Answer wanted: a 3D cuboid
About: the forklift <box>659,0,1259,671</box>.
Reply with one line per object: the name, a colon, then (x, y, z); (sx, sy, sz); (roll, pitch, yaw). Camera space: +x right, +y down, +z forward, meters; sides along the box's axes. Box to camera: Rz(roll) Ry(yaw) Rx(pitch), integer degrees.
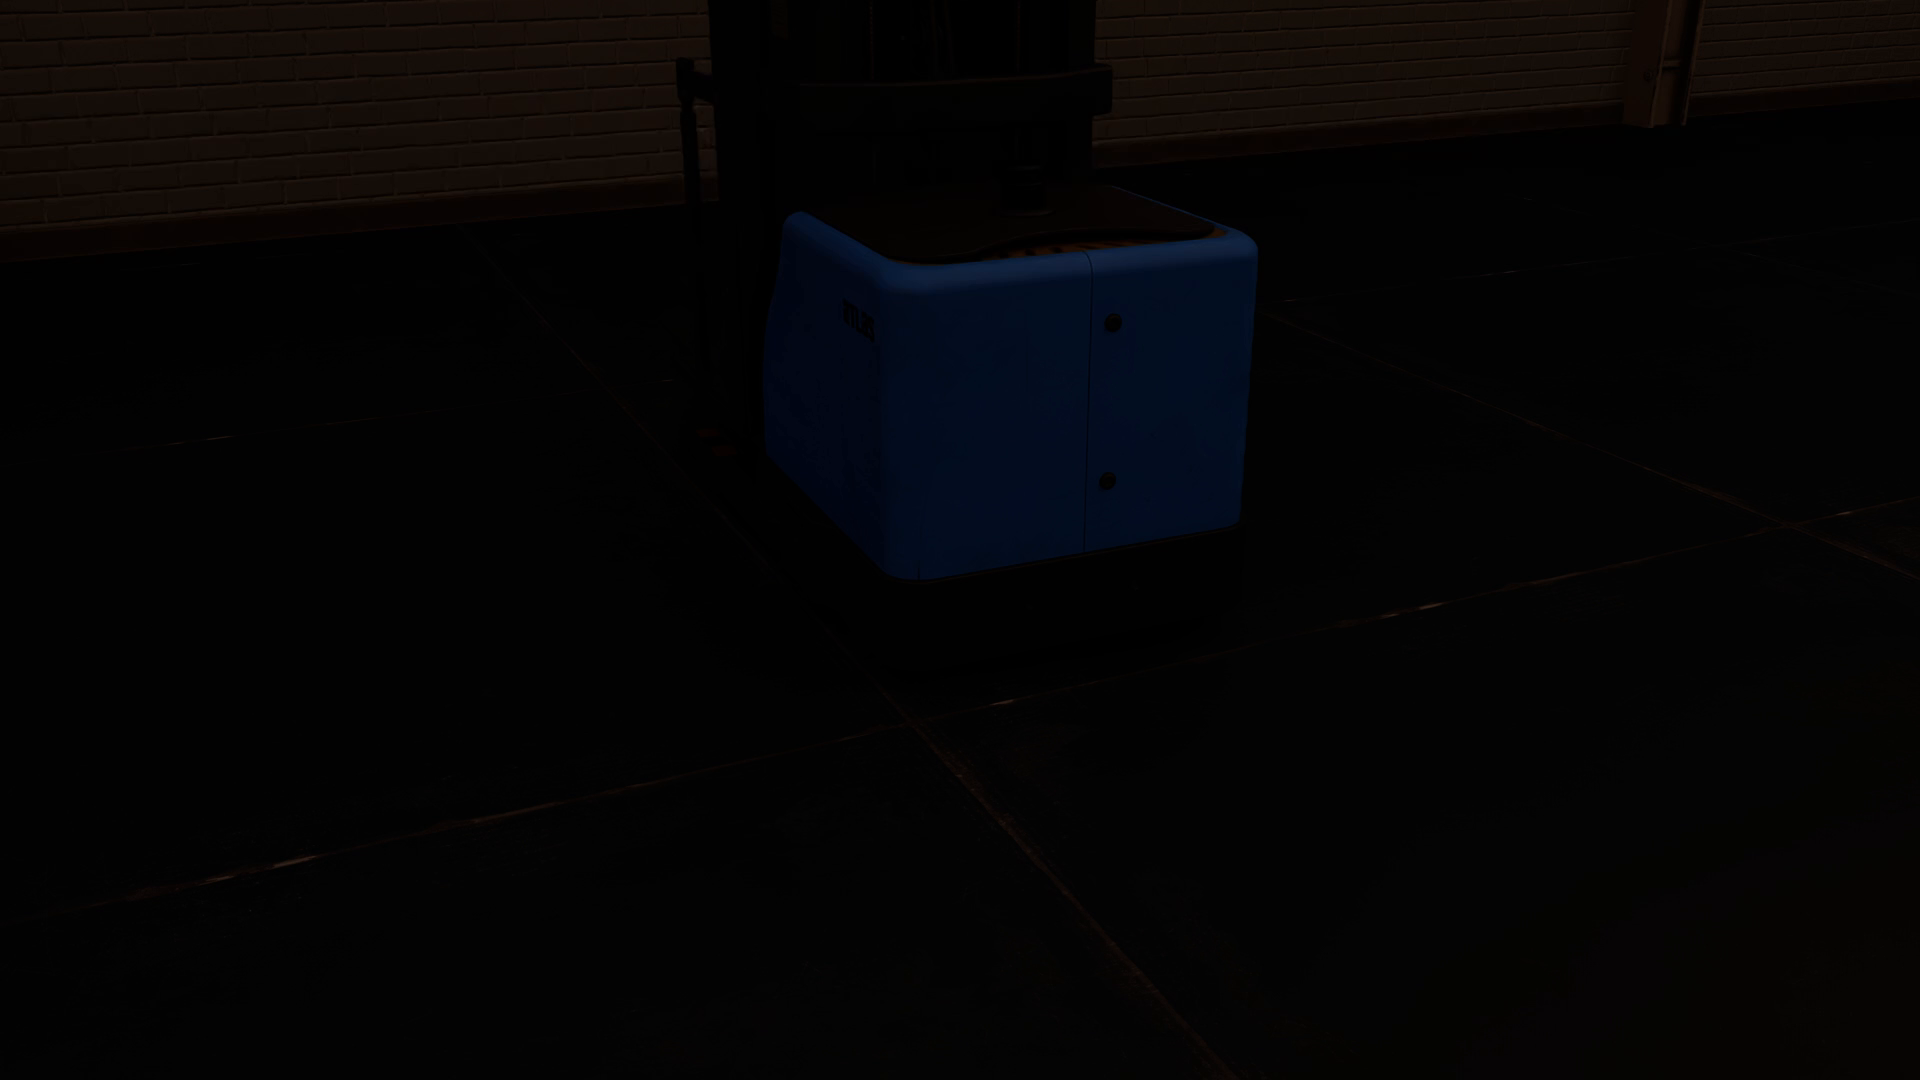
forklift: (-0.289, -1.560, 5.042); (1.130, 2.935, 3.031); (-10, 24, -22)
